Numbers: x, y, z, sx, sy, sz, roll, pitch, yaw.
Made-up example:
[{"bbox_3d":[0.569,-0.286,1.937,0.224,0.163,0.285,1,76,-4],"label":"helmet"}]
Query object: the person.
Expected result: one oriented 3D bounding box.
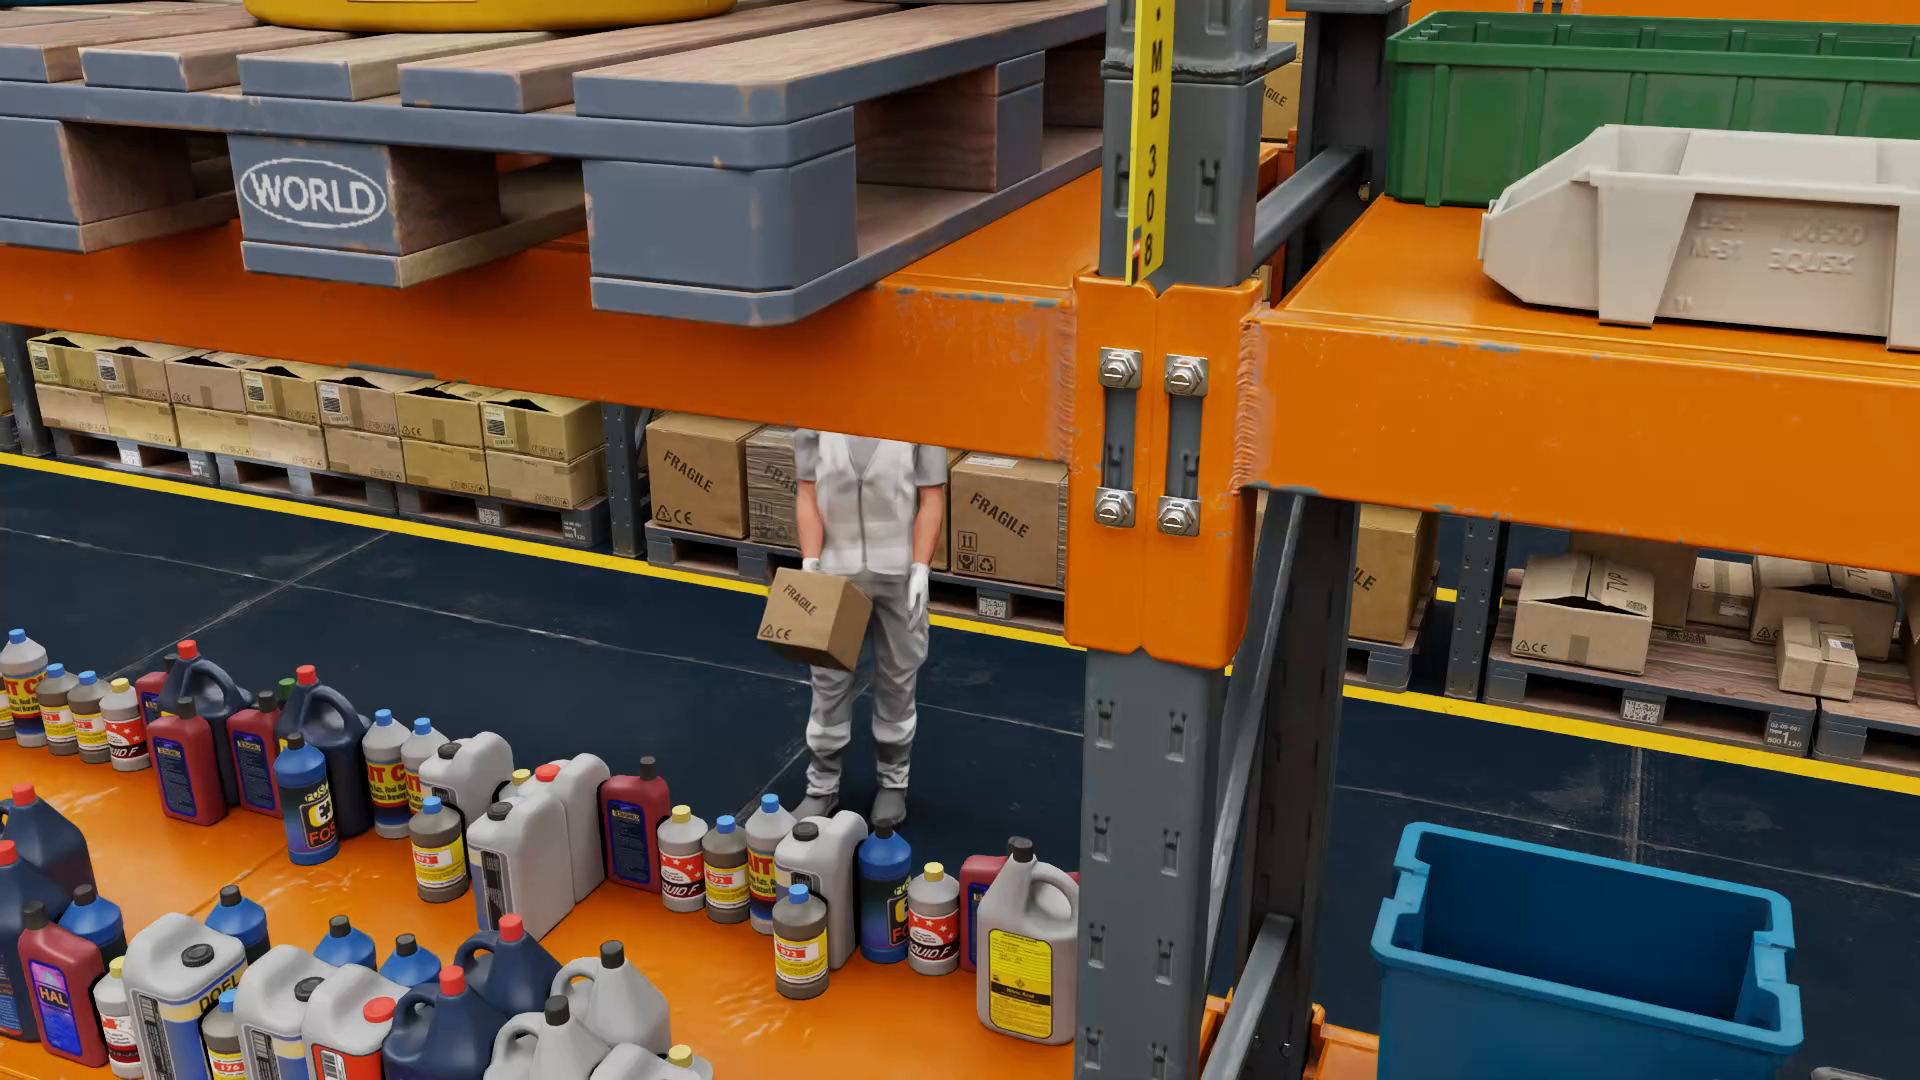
[{"bbox_3d":[-0.330,0.143,5.684,0.563,1.795,0.501,1,22,2],"label":"person"}]
